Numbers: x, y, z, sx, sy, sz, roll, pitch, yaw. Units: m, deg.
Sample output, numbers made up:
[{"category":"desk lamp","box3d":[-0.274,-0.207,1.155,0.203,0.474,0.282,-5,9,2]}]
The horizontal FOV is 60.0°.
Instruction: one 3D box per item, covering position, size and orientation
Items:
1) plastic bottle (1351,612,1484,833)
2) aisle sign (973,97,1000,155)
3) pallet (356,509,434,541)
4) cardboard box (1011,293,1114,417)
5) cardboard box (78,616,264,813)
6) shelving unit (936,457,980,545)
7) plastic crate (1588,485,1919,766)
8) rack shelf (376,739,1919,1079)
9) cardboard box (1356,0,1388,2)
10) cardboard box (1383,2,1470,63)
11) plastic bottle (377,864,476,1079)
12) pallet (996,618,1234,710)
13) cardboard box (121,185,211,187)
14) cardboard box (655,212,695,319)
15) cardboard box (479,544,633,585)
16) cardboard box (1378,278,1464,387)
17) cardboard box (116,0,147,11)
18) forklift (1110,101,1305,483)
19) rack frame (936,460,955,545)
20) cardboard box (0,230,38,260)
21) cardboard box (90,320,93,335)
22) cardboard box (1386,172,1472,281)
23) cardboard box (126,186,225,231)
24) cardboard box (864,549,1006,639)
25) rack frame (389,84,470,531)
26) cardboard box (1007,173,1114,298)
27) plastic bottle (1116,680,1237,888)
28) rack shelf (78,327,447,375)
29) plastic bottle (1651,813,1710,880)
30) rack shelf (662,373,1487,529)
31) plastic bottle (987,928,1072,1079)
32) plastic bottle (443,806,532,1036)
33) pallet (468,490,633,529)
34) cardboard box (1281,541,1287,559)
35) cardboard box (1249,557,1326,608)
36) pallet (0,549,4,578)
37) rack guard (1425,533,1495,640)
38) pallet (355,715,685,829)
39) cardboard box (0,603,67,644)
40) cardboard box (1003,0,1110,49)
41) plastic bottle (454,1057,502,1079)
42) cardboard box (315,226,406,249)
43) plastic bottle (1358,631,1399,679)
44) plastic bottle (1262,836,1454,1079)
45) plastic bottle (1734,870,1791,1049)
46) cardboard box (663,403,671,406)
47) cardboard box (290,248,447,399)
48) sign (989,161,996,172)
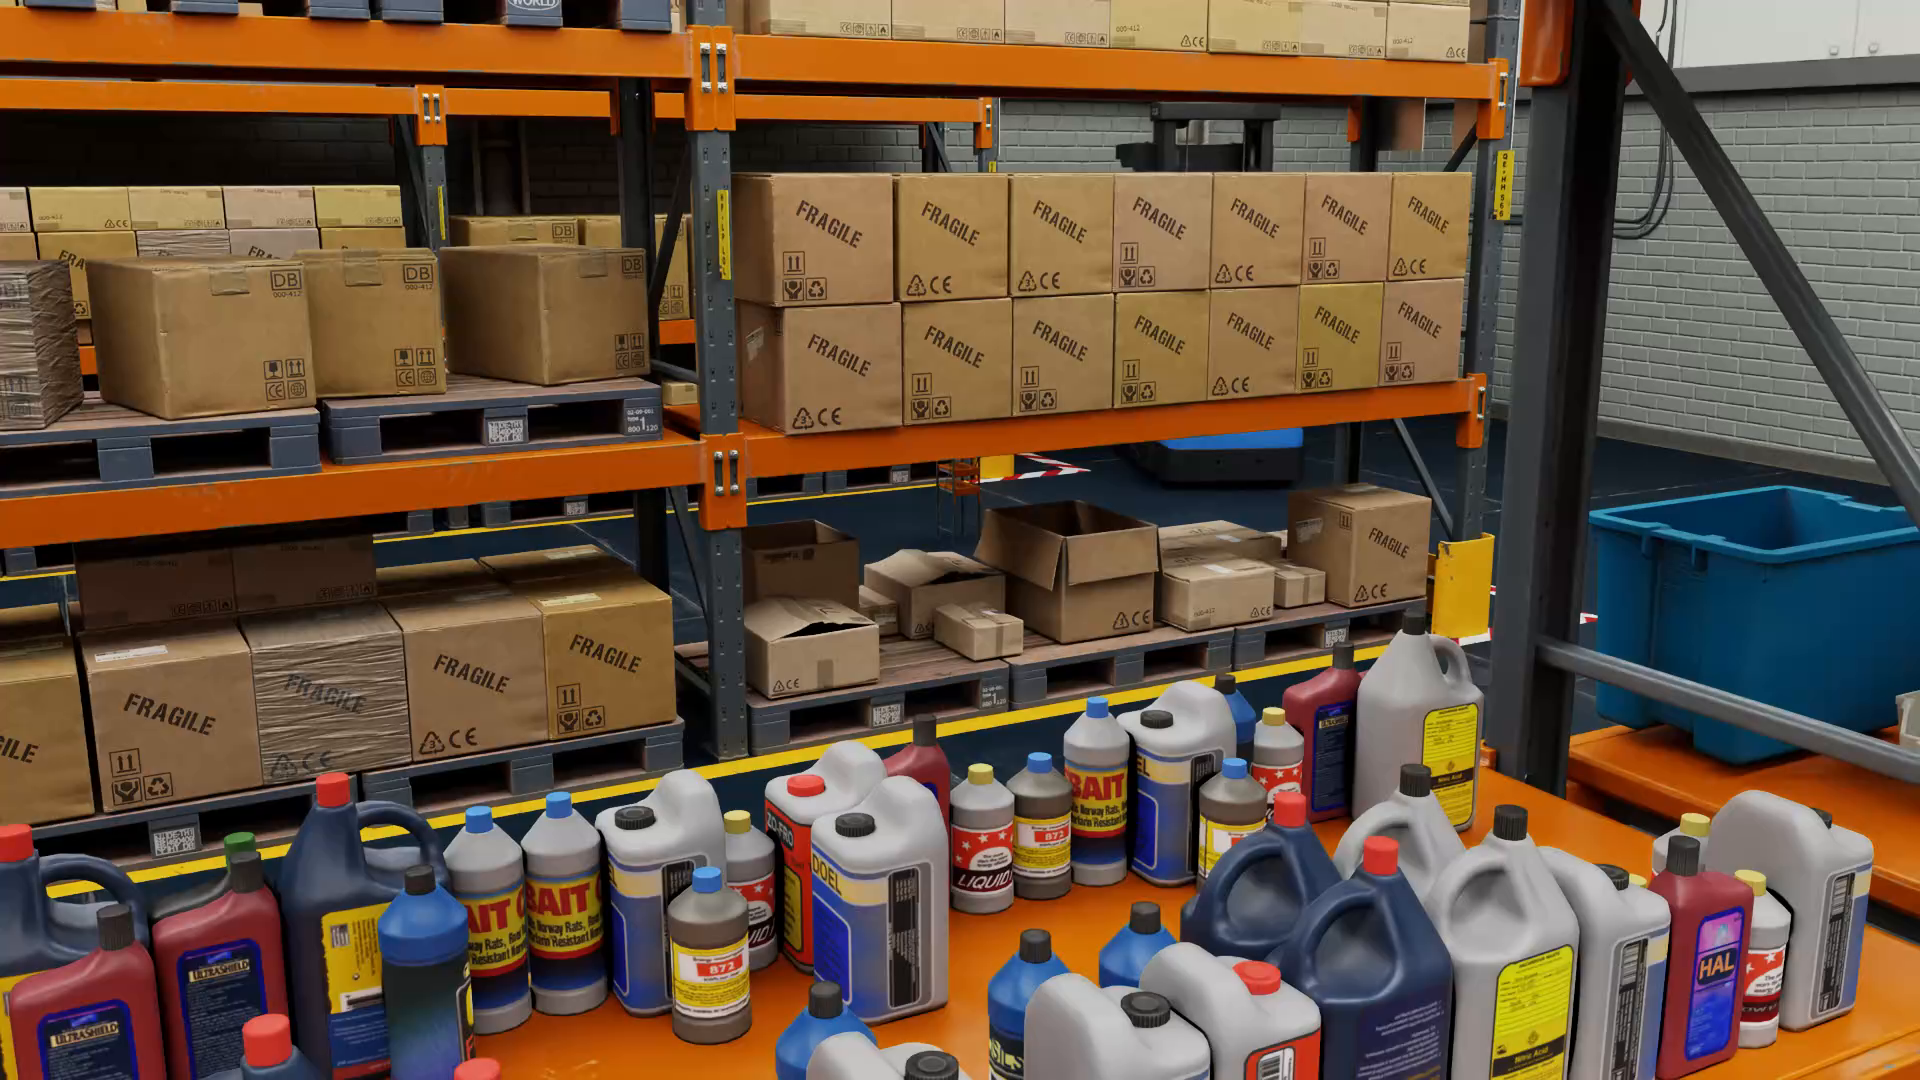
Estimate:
[{"category":"plastic bottle","box3d":[0.725,0.284,2.627,0.185,0.351,0.144,-7,14,-28]},{"category":"aisle sign","box3d":[0.196,-3.267,12.372,0.004,0.787,0.394,-7,14,-28]},{"category":"pallet","box3d":[-4.163,-0.172,10.892,1.213,0.211,1.003,-7,14,-28]},{"category":"cardboard box","box3d":[0.321,-0.830,7.239,0.500,0.500,0.500,-7,14,-28]},{"category":"cardboard box","box3d":[-2.765,0.595,5.823,0.500,0.500,0.500,-7,15,-30]},{"category":"shelving unit","box3d":[-0.013,-0.584,10.471,0.189,1.200,0.258,-7,14,-28]},{"category":"plastic crate","box3d":[1.471,0.145,3.033,0.575,0.384,0.392,-7,14,-28]},{"category":"rack shelf","box3d":[-0.531,0.843,1.671,4.000,0.370,1.077,-7,14,-28]},{"category":"cardboard box","box3d":[1.598,-2.573,7.580,0.500,0.250,0.500,-7,14,-28]},{"category":"cardboard box","box3d":[2.041,-2.380,7.862,0.500,0.250,0.500,-7,14,-28]},{"category":"plastic bottle","box3d":[-0.597,0.496,1.865,0.097,0.271,0.097,0,13,0]},{"category":"pallet","box3d":[0.530,0.486,7.971,1.213,0.211,1.003,-7,14,-28]},{"category":"cardboard box","box3d":[-4.944,-2.089,10.402,0.500,0.250,0.500,-7,15,-30]},{"category":"cardboard box","box3d":[-1.761,-1.982,11.903,0.700,0.700,0.980,-8,15,-31]},{"category":"cardboard box","box3d":[-1.686,0.335,6.979,0.500,0.500,0.500,-8,15,-30]},{"category":"cardboard box","box3d":[2.103,-1.044,8.187,0.500,0.500,0.500,-6,14,-26]},{"category":"cardboard box","box3d":[-4.805,-3.212,9.989,0.500,0.500,0.700,-7,15,-29]},{"category":"forklift","box3d":[1.852,-2.124,13.372,1.130,2.935,3.031,-2,13,-7]},{"category":"rack frame","box3d":[-0.093,-0.574,10.428,0.006,1.200,0.240,-7,14,-28]},{"category":"cardboard box","box3d":[-5.584,-1.518,9.571,0.500,0.500,0.500,-7,14,-28]},{"category":"cardboard box","box3d":[-5.267,-1.358,10.336,0.250,0.149,0.380,-7,14,-29]},{"category":"cardboard box","box3d":[2.107,-1.531,8.076,0.500,0.500,0.500,-7,14,-28]},{"category":"cardboard box","box3d":[-4.710,-1.993,9.976,0.500,0.250,0.500,-7,14,-27]},{"category":"cardboard box","box3d":[-0.123,0.230,7.877,0.500,0.311,0.500,-7,14,-28]},{"category":"rack frame","box3d":[-3.522,-1.628,11.011,0.127,3.000,1.000,-7,14,-28]},{"category":"cardboard box","box3d":[0.307,-1.314,7.111,0.500,0.500,0.500,-7,15,-30]},{"category":"plastic bottle","box3d":[0.315,0.356,2.480,0.135,0.276,0.152,-7,14,-28]},{"category":"rack shelf","box3d":[-5.277,-1.067,10.155,4.000,0.370,1.077,-7,14,-28]},{"category":"plastic bottle","box3d":[0.958,0.460,2.186,0.097,0.201,0.097,0,13,0]},{"category":"rack shelf","box3d":[0.610,-0.533,7.785,4.000,0.370,1.077,-7,14,-28]},{"category":"plastic bottle","box3d":[0.076,0.531,1.709,0.097,0.271,0.097,0,13,0]},{"category":"plastic bottle","box3d":[-0.581,0.458,2.034,0.097,0.271,0.097,0,13,0]},{"category":"pallet","box3d":[-2.817,-0.332,11.606,1.213,0.211,1.003,-7,14,-28]},{"category":"cardboard box","box3d":[1.614,0.077,8.885,0.250,0.166,0.380,-7,14,-28]},{"category":"cardboard box","box3d":[1.608,0.203,8.326,0.250,0.166,0.380,-7,14,-28]},{"category":"pallet","box3d":[-6.305,0.085,9.751,1.213,0.211,1.003,-7,14,-28]},{"category":"rack guard","box3d":[2.299,0.133,8.879,0.348,0.500,1.175,-7,14,-28]},{"category":"pallet","box3d":[-1.841,0.780,6.664,1.213,0.211,1.003,-7,14,-28]},{"category":"cardboard box","box3d":[-3.493,0.554,6.007,0.500,0.500,0.500,-7,15,-30]},{"category":"cardboard box","box3d":[0.281,-2.172,6.936,0.500,0.250,0.500,-7,14,-28]},{"category":"plastic bottle","box3d":[-0.392,0.581,1.308,0.185,0.351,0.144,-7,14,-28]},{"category":"cardboard box","box3d":[-3.806,-1.734,10.533,0.500,0.500,0.500,-7,15,-29]},{"category":"plastic bottle","box3d":[0.699,0.295,2.734,0.133,0.283,0.061,-7,14,-28]},{"category":"plastic bottle","box3d":[0.413,0.485,1.736,0.185,0.351,0.144,-7,14,-28]},{"category":"plastic bottle","box3d":[0.945,0.499,2.010,0.097,0.201,0.097,0,13,0]},{"category":"cardboard box","box3d":[-2.374,-0.724,11.733,0.500,0.500,0.700,-7,14,-28]},{"category":"cardboard box","box3d":[-2.241,-0.836,6.308,0.500,0.500,0.700,-4,13,-19]},{"category":"sign","box3d":[0.237,-2.623,12.256,0.005,0.325,0.100,-7,14,-28]}]
